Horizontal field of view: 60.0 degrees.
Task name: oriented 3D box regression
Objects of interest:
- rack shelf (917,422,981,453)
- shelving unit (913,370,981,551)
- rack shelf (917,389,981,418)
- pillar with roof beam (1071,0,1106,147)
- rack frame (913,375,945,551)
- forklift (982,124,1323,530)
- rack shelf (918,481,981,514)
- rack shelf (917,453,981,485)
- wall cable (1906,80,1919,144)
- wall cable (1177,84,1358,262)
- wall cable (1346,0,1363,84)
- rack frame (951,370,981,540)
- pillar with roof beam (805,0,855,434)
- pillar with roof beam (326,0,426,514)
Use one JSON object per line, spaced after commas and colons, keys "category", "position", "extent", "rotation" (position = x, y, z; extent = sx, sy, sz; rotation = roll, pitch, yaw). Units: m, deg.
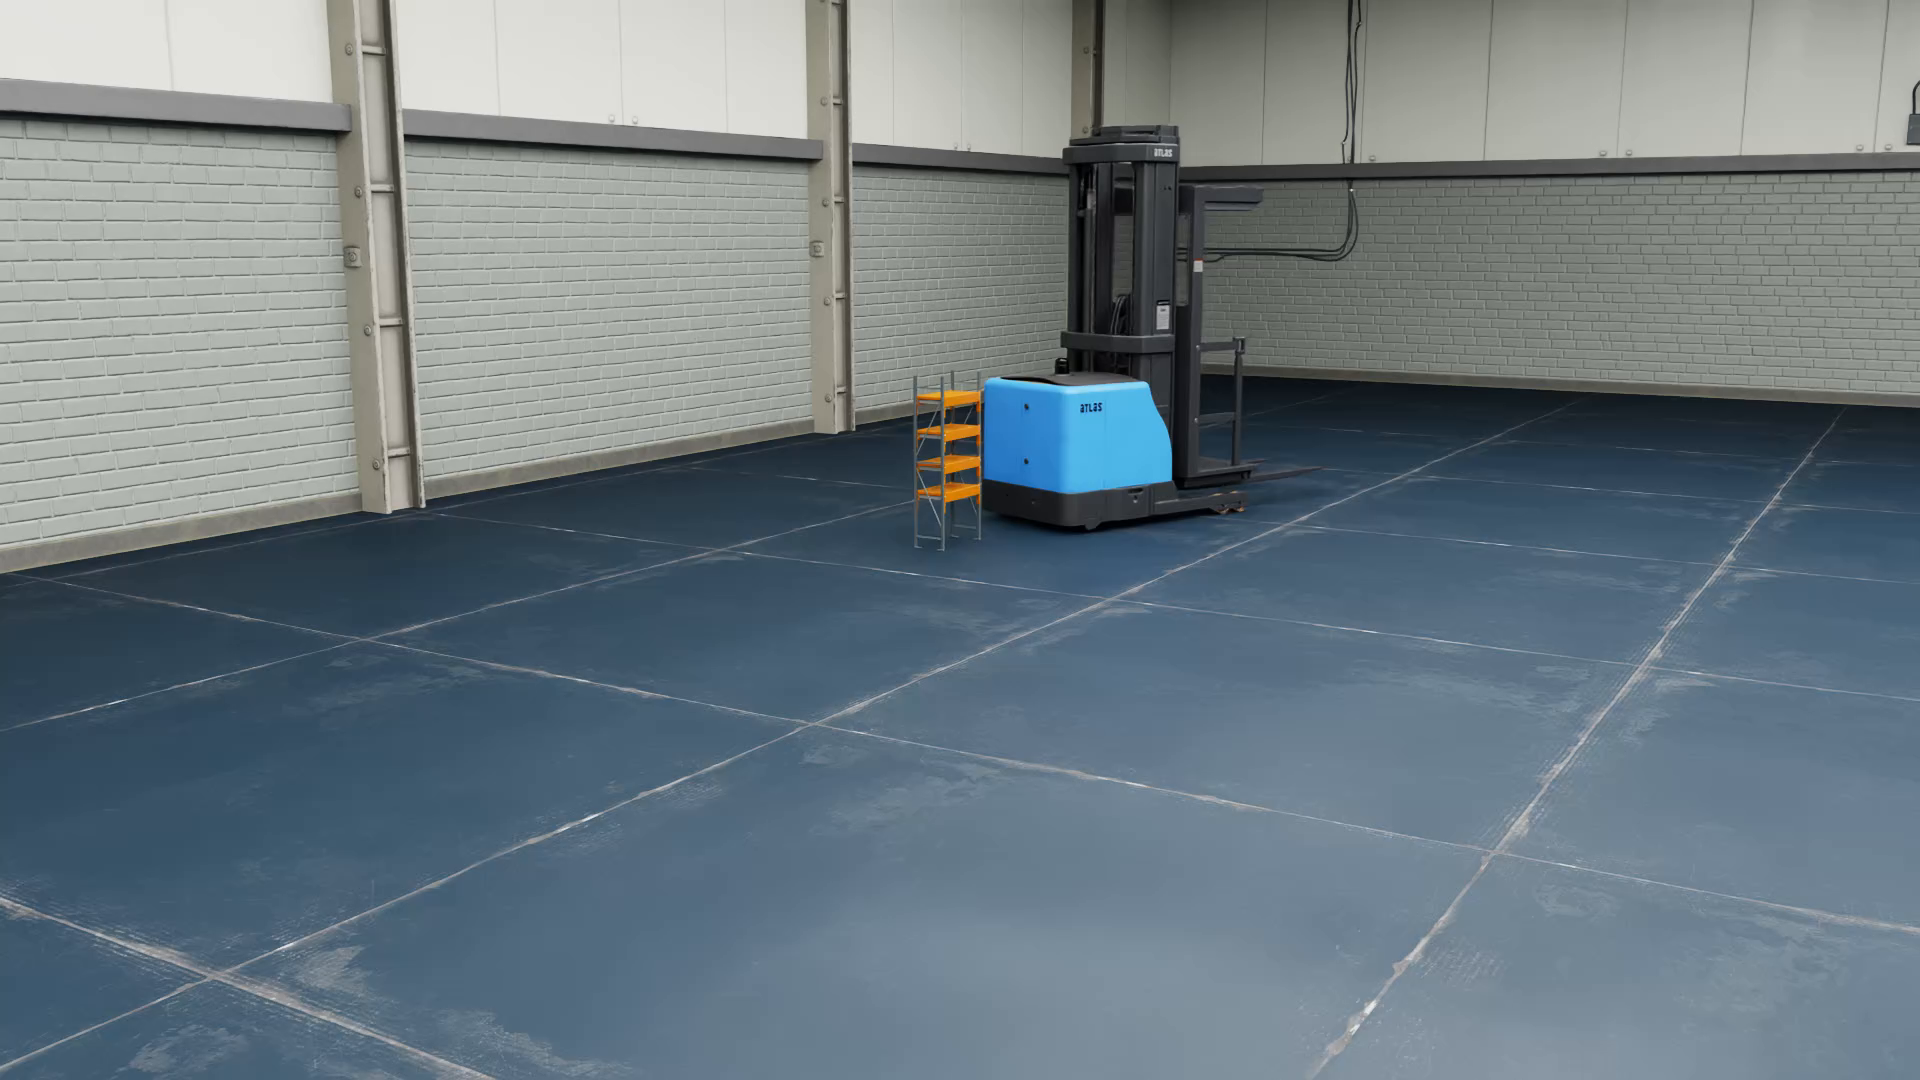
{"category": "rack shelf", "position": [-0.086, -0.717, 11.590], "extent": [0.258, 0.148, 0.480], "rotation": [6, 12, 31]}
{"category": "shelving unit", "position": [-0.086, -0.564, 11.619], "extent": [0.258, 1.200, 0.503], "rotation": [6, 12, 31]}
{"category": "rack shelf", "position": [-0.086, -0.950, 11.547], "extent": [0.258, 0.148, 0.480], "rotation": [6, 12, 31]}
{"category": "pillar with roof beam", "position": [5.411, -6.149, 20.257], "extent": [9.100, 9.000, 0.400], "rotation": [6, 12, 31]}
{"category": "rack frame", "position": [-0.213, -0.525, 11.414], "extent": [0.240, 1.200, 0.015], "rotation": [6, 12, 31]}
{"category": "forklift", "position": [1.642, -1.707, 13.023], "extent": [3.031, 2.935, 1.130], "rotation": [-8, 13, -37]}
{"category": "rack shelf", "position": [-0.086, -0.302, 11.668], "extent": [0.258, 0.148, 0.480], "rotation": [6, 12, 31]}
{"category": "rack shelf", "position": [-0.086, -0.498, 11.632], "extent": [0.258, 0.148, 0.480], "rotation": [6, 12, 31]}
{"category": "wall cable", "position": [12.497, -7.659, 19.083], "extent": [2.305, 6.003, 0.169], "rotation": [6, 12, 31]}
{"category": "wall cable", "position": [4.391, -5.371, 24.539], "extent": [3.097, 2.526, 0.112], "rotation": [6, 12, 31]}
{"category": "wall cable", "position": [6.703, -7.595, 22.694], "extent": [3.097, 2.526, 0.112], "rotation": [6, 12, 31]}
{"category": "rack frame", "position": [0.041, -0.602, 11.824], "extent": [0.240, 1.200, 0.015], "rotation": [6, 12, 31]}
{"category": "pillar with roof beam", "position": [2.296, -5.205, 15.216], "extent": [9.100, 9.000, 0.400], "rotation": [6, 12, 31]}
{"category": "pillar with roof beam", "position": [-0.819, -4.261, 10.176], "extent": [9.100, 9.000, 0.400], "rotation": [6, 12, 31]}
